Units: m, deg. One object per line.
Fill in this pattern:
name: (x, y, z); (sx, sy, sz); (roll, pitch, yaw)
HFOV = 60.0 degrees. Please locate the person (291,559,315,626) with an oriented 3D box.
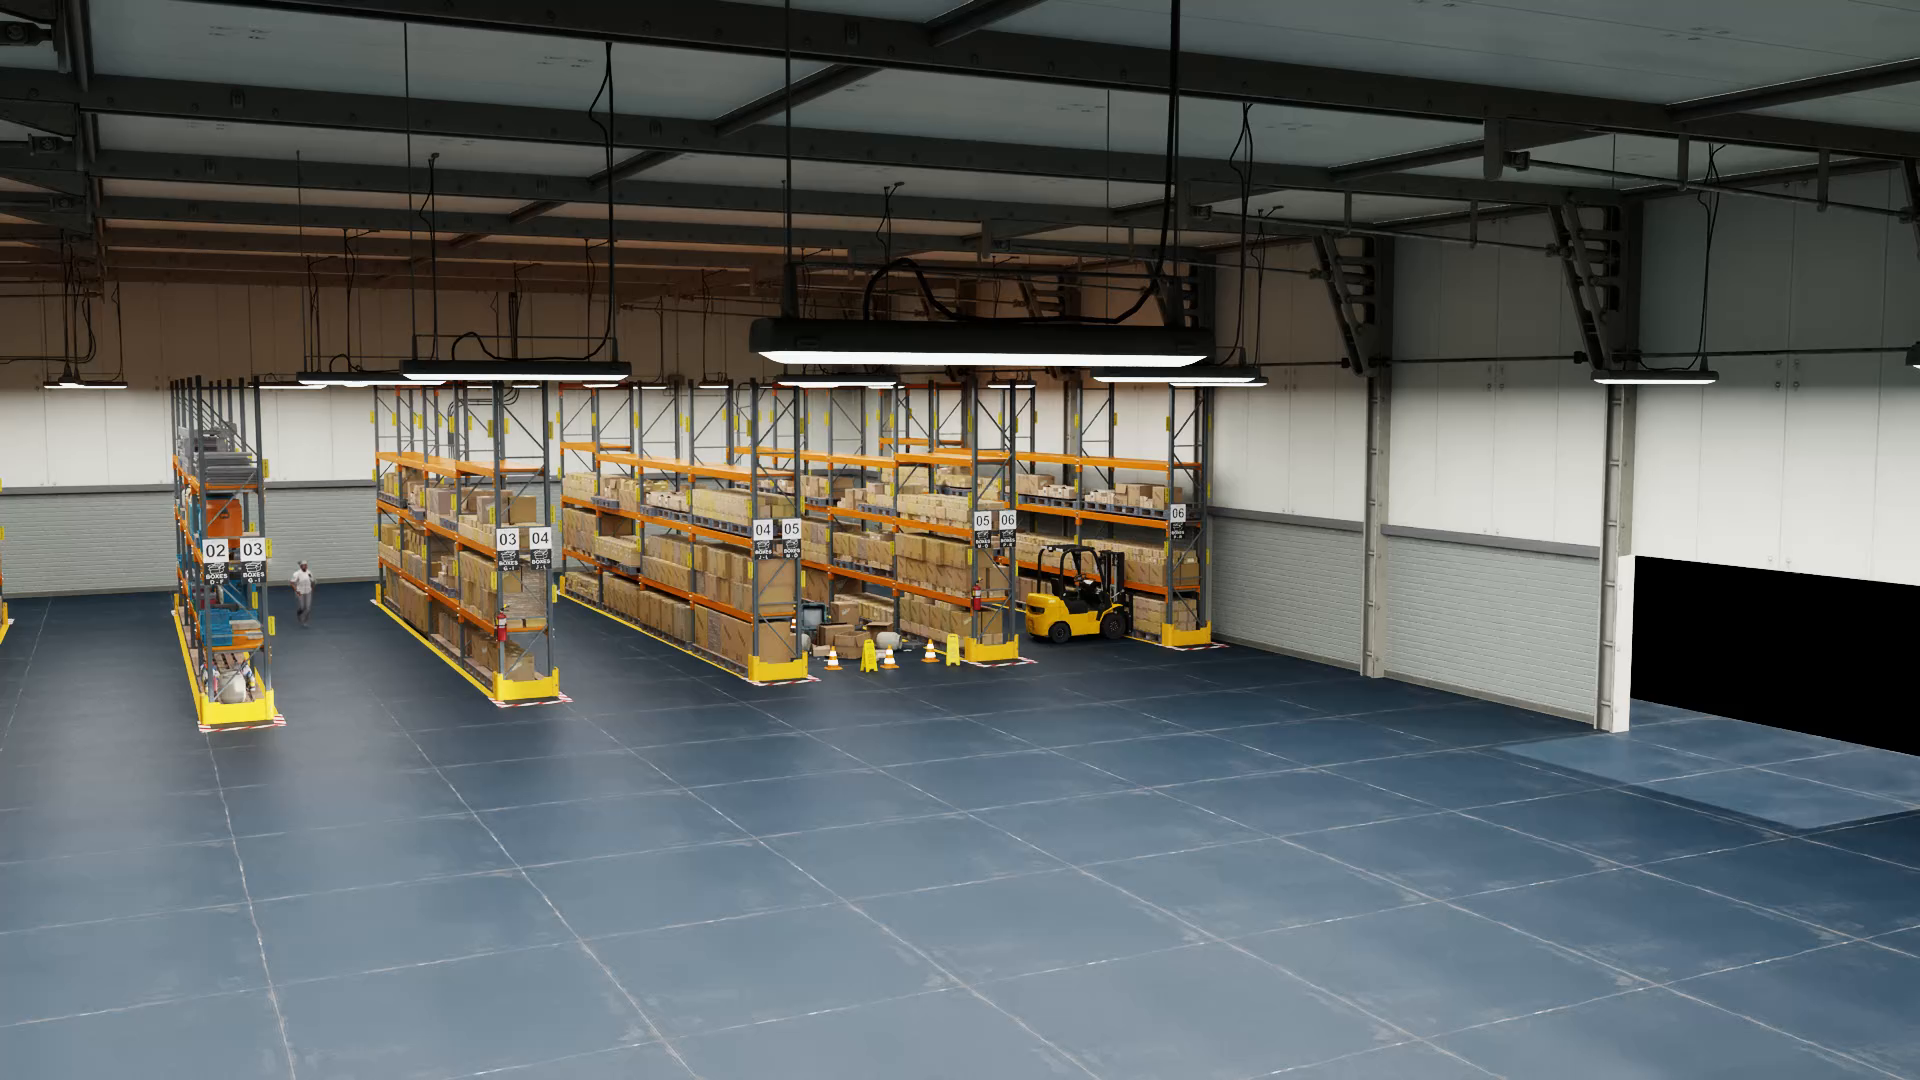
person: (-16.089, 1.293, 40.771); (0.552, 1.653, 0.529); (-4, 7, -40)

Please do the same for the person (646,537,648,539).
person: (-8.814, 0.732, 47.314); (0.526, 1.641, 0.707); (-4, 7, -40)

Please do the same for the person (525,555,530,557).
person: (-11.598, 0.959, 44.936); (0.541, 1.555, 0.550); (-2, 5, -21)
